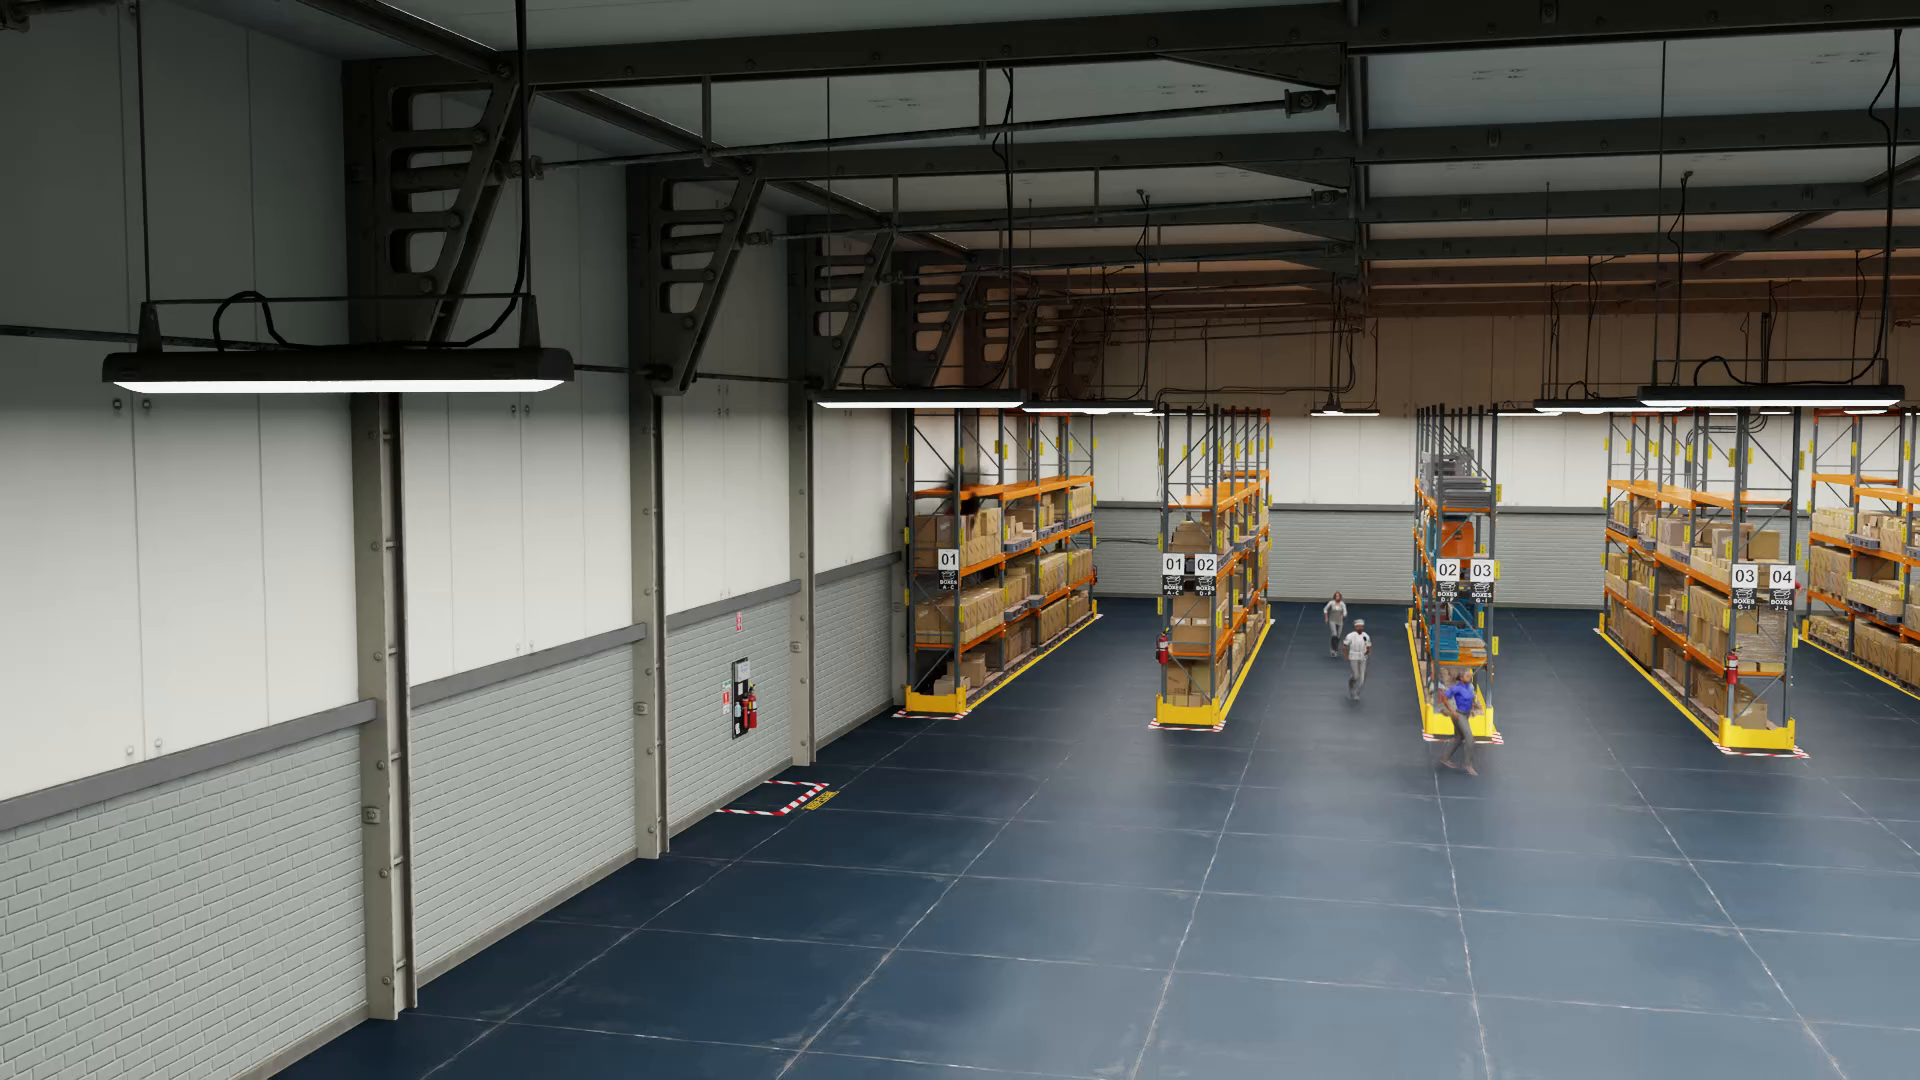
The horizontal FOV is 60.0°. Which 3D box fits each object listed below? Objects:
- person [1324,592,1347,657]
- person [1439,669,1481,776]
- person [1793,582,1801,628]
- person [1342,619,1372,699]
[{"bbox_3d":[9.020,2.020,39.873,0.500,1.579,0.730,0,4,-1],"label":"person"},{"bbox_3d":[8.091,2.940,26.930,0.691,1.720,0.583,3,5,36],"label":"person"},{"bbox_3d":[22.136,1.704,44.533,0.897,1.648,0.781,0,4,1],"label":"person"},{"bbox_3d":[8.087,2.431,33.742,0.560,1.652,0.559,0,4,-1],"label":"person"}]
